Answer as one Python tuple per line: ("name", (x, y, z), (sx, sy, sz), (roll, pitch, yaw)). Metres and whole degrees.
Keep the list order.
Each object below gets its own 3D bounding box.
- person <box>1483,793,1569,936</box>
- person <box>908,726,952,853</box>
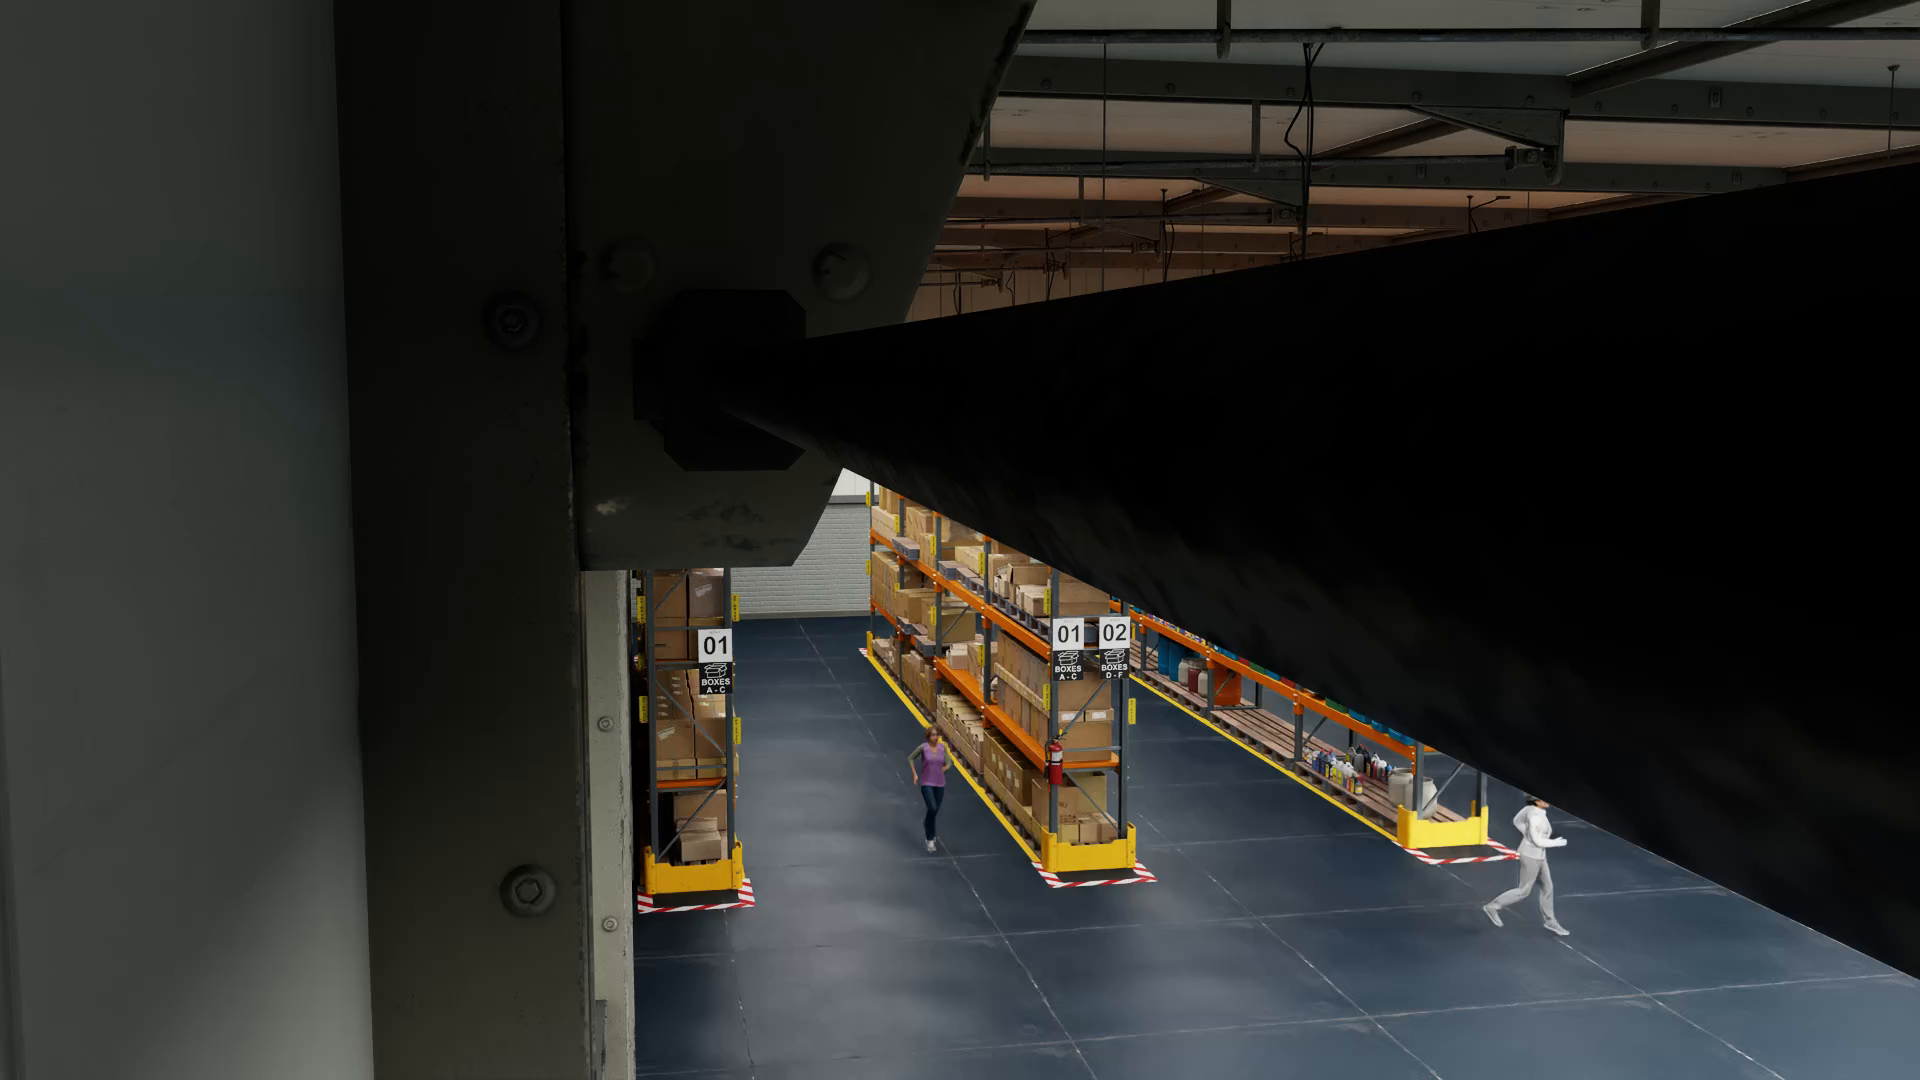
("person", (6.340, 3.554, 18.569), (0.935, 1.715, 0.622), (2, 6, 15))
("person", (-0.370, 3.254, 21.866), (0.503, 1.644, 0.710), (-3, 7, -25))
